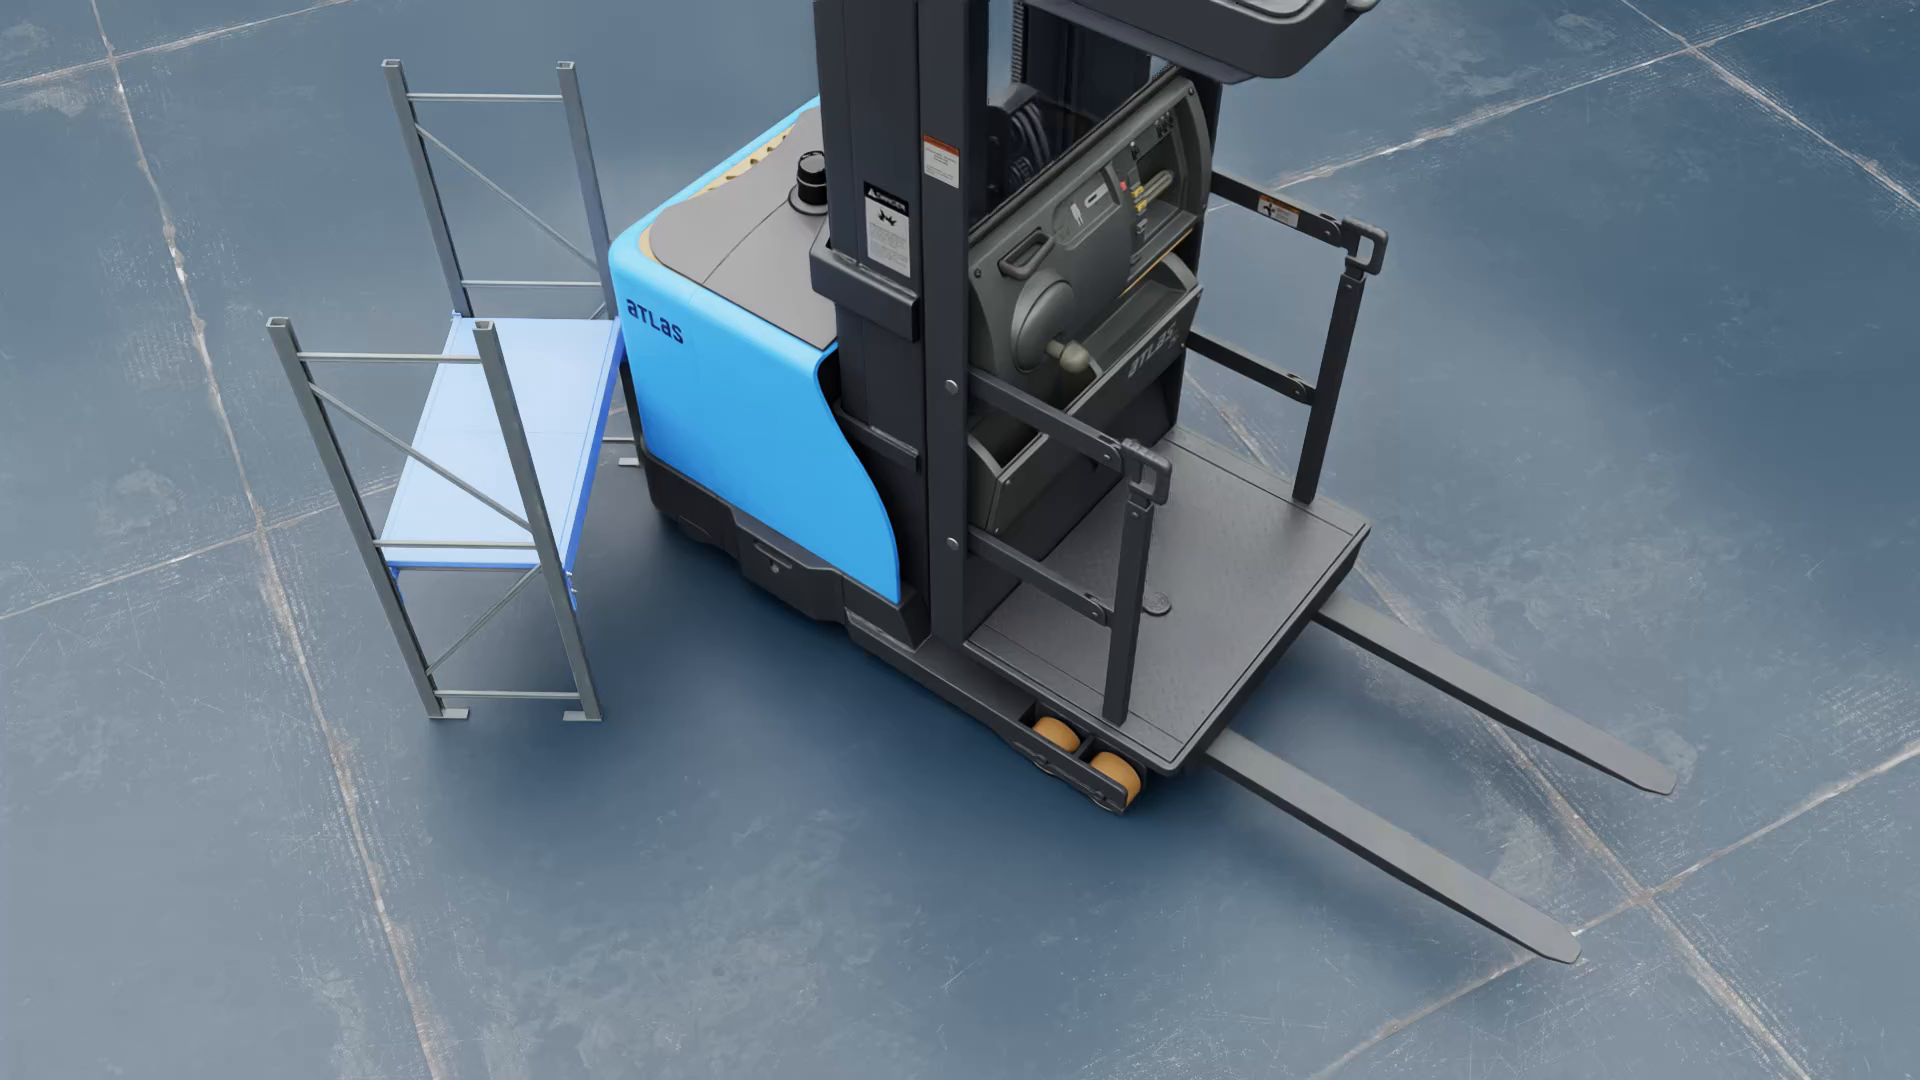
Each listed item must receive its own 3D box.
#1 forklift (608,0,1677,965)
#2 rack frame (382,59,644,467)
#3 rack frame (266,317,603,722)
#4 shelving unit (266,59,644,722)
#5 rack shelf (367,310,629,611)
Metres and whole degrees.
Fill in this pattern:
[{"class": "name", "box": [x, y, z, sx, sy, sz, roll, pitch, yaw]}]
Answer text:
[{"class": "forklift", "box": [0.495, -0.677, 3.894, 3.031, 2.935, 1.130, 30, 55, 24]}, {"class": "rack frame", "box": [-1.260, -0.750, 4.910, 0.500, 1.500, 0.032, 1, 49, 1]}, {"class": "rack frame", "box": [-1.282, 0.015, 4.241, 0.500, 1.500, 0.032, 1, 49, 1]}, {"class": "shelving unit", "box": [-1.271, -0.368, 4.575, 0.538, 1.500, 1.048, 1, 49, 1]}, {"class": "rack shelf", "box": [-1.271, -0.249, 4.711, 0.538, 0.185, 1.000, 1, 49, 1]}]
